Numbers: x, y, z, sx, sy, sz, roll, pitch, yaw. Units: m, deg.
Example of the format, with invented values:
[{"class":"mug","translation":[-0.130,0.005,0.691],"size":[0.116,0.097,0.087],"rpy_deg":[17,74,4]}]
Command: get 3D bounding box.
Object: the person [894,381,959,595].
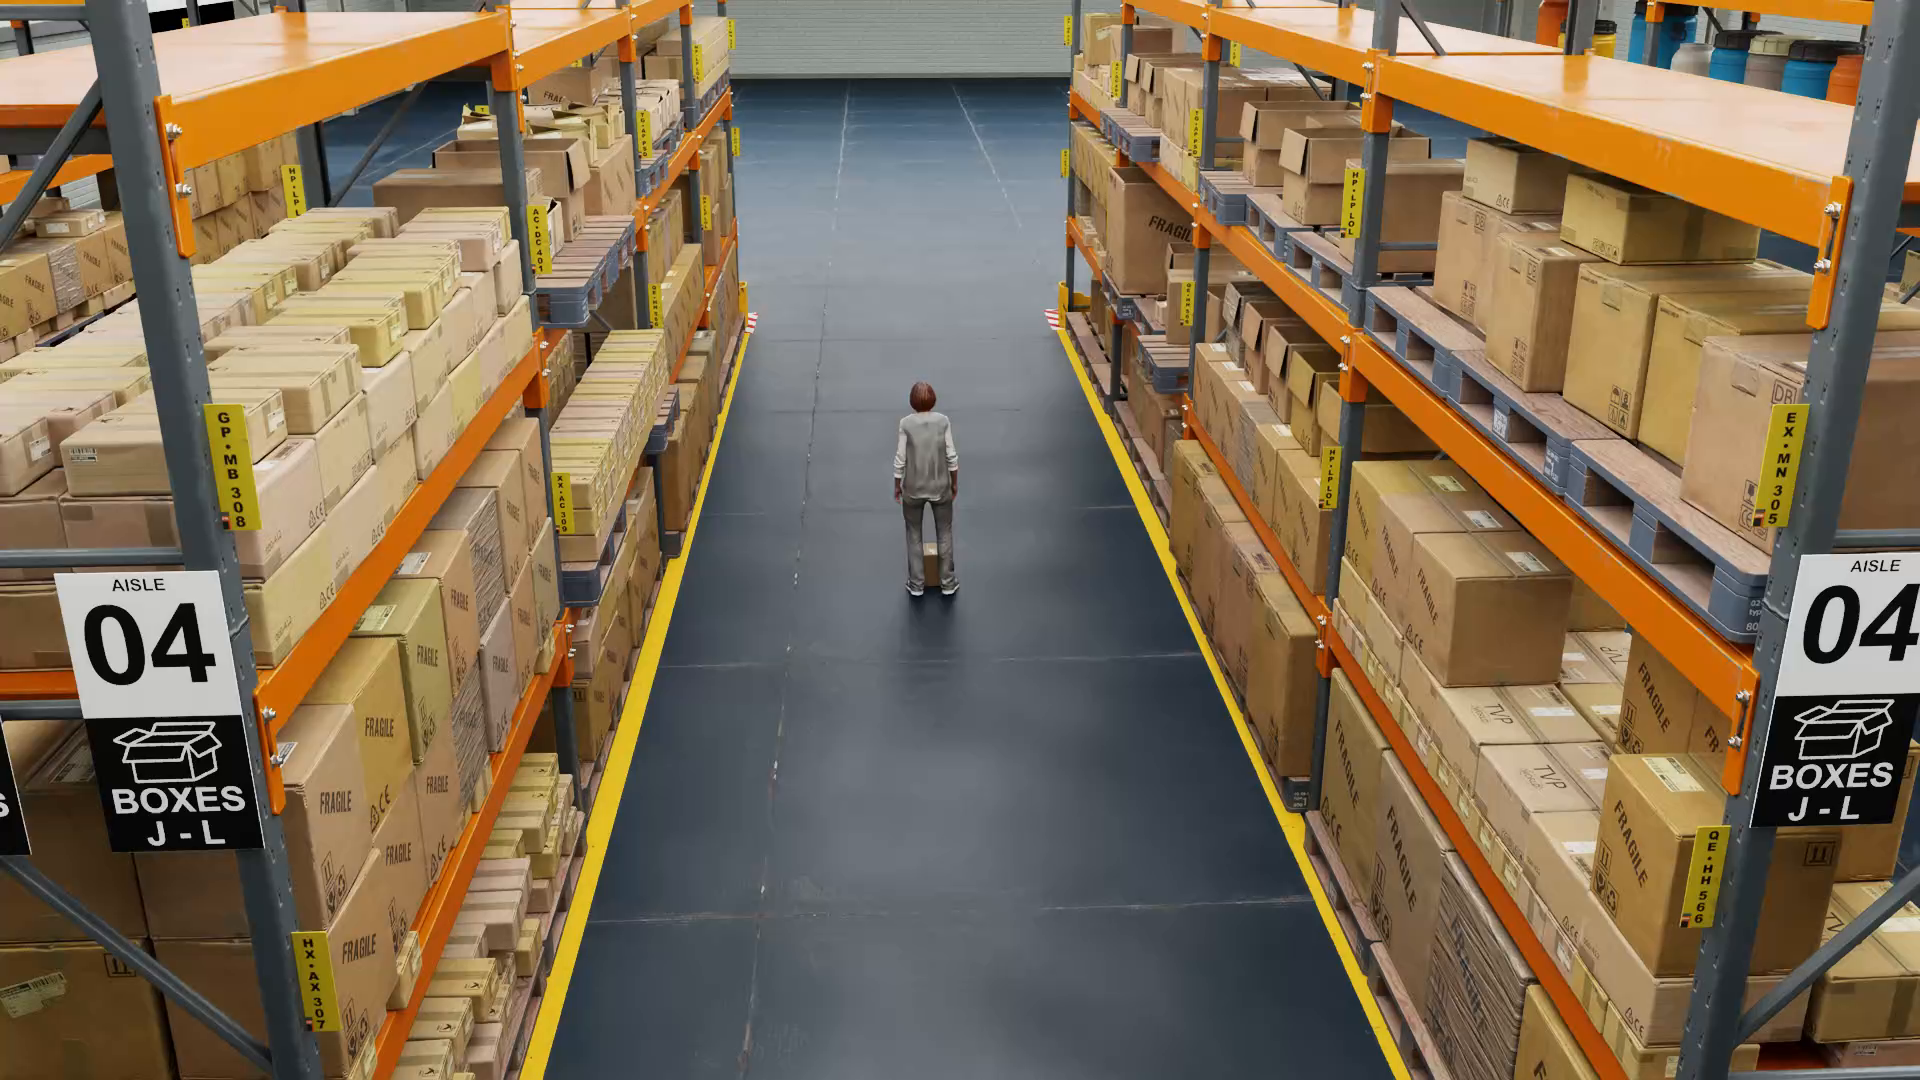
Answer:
[{"class":"person","translation":[-0.238,-0.361,12.048],"size":[0.477,1.594,0.342],"rpy_deg":[-2,21,-5]}]
